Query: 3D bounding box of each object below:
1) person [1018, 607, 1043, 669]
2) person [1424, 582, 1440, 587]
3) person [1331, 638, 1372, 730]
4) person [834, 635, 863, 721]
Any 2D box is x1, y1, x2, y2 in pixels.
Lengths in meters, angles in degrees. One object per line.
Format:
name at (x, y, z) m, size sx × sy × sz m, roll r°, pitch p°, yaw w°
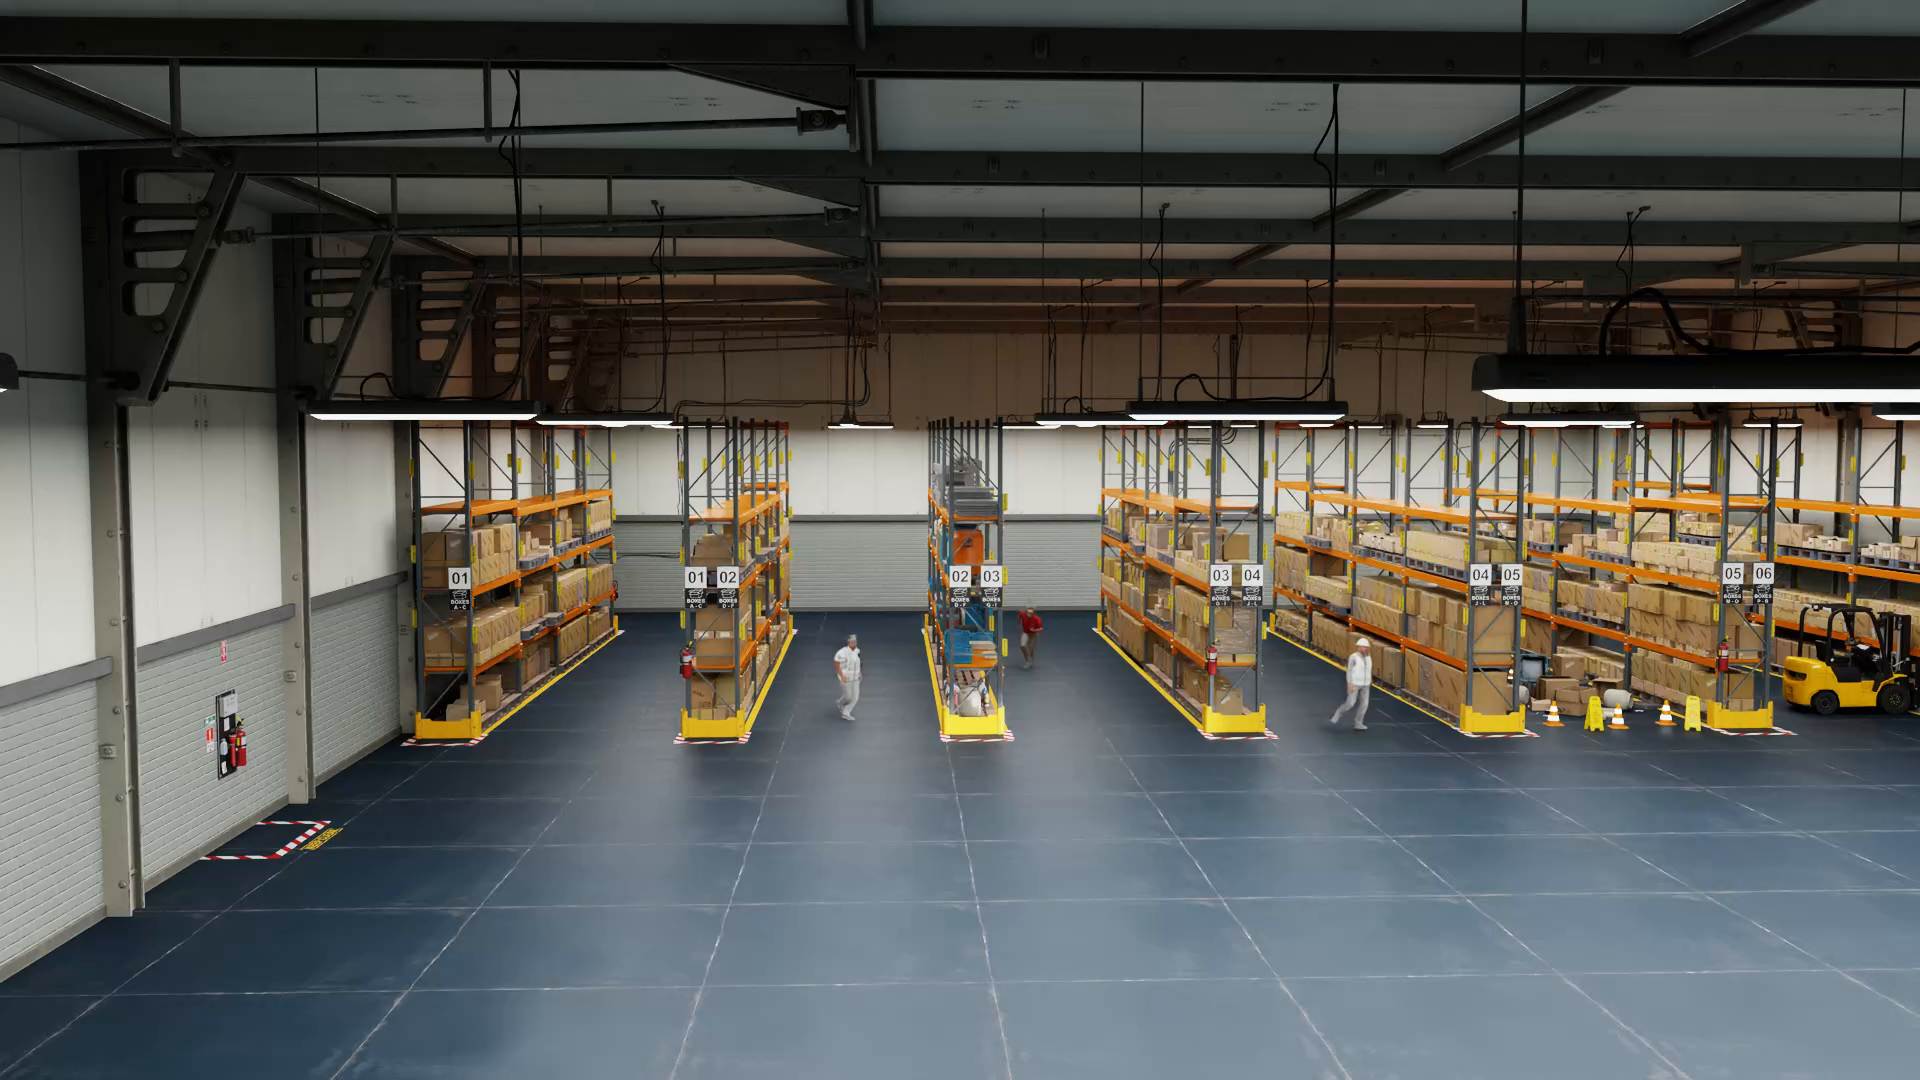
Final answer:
person at (1.712, 2.355, 40.420) m, size 0.654 × 1.532 × 1.165 m, roll 1°, pitch 4°, yaw 8°
person at (14.420, 1.591, 50.425) m, size 0.828 × 1.747 × 0.583 m, roll -1°, pitch 4°, yaw -16°
person at (7.551, 2.753, 31.962) m, size 0.710 × 1.749 × 0.600 m, roll -2°, pitch 4°, yaw -23°
person at (-2.246, 2.717, 33.070) m, size 0.660 × 1.719 × 0.572 m, roll -3°, pitch 5°, yaw -37°
